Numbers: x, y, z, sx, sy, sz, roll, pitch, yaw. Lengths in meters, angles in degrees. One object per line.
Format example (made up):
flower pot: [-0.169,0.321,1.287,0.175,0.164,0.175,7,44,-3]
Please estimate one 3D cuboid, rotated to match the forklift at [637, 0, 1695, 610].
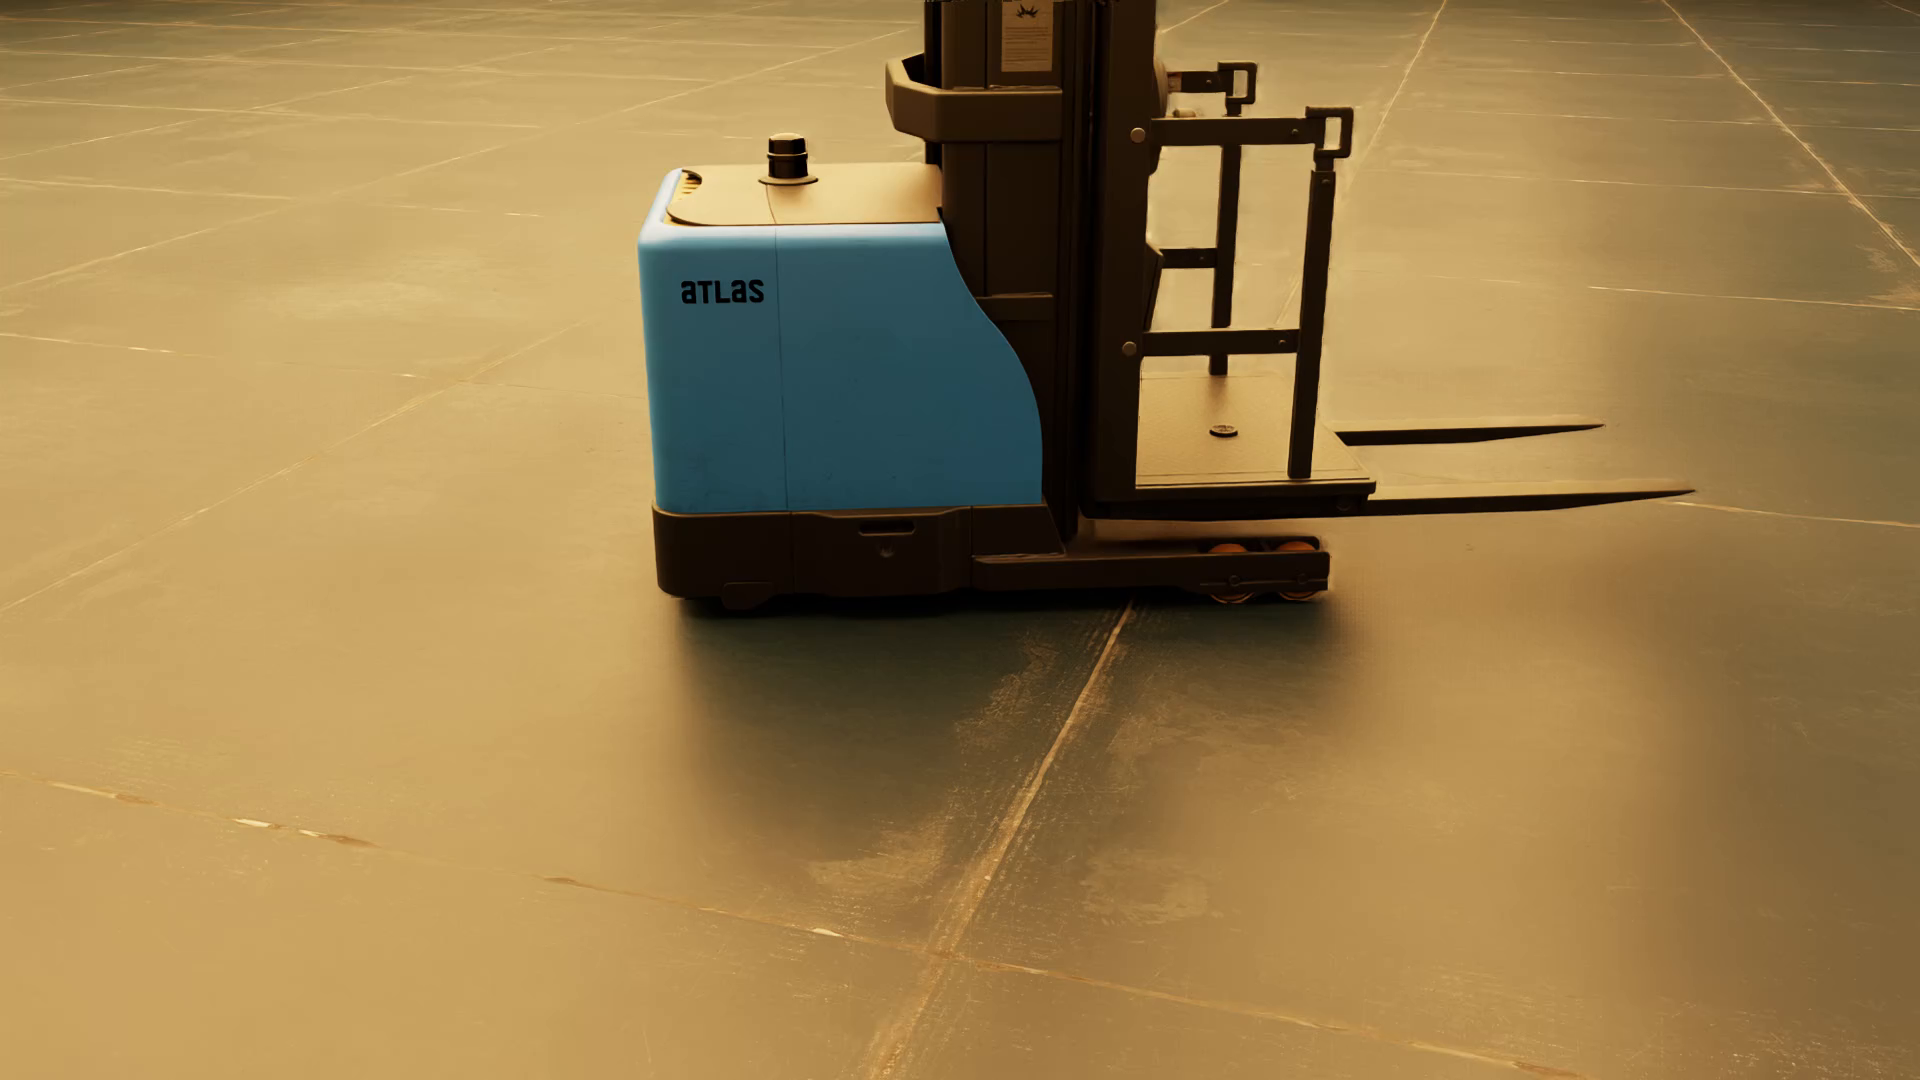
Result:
forklift: [0.631,-1.375,4.610,3.031,2.935,1.130,-2,23,-4]
